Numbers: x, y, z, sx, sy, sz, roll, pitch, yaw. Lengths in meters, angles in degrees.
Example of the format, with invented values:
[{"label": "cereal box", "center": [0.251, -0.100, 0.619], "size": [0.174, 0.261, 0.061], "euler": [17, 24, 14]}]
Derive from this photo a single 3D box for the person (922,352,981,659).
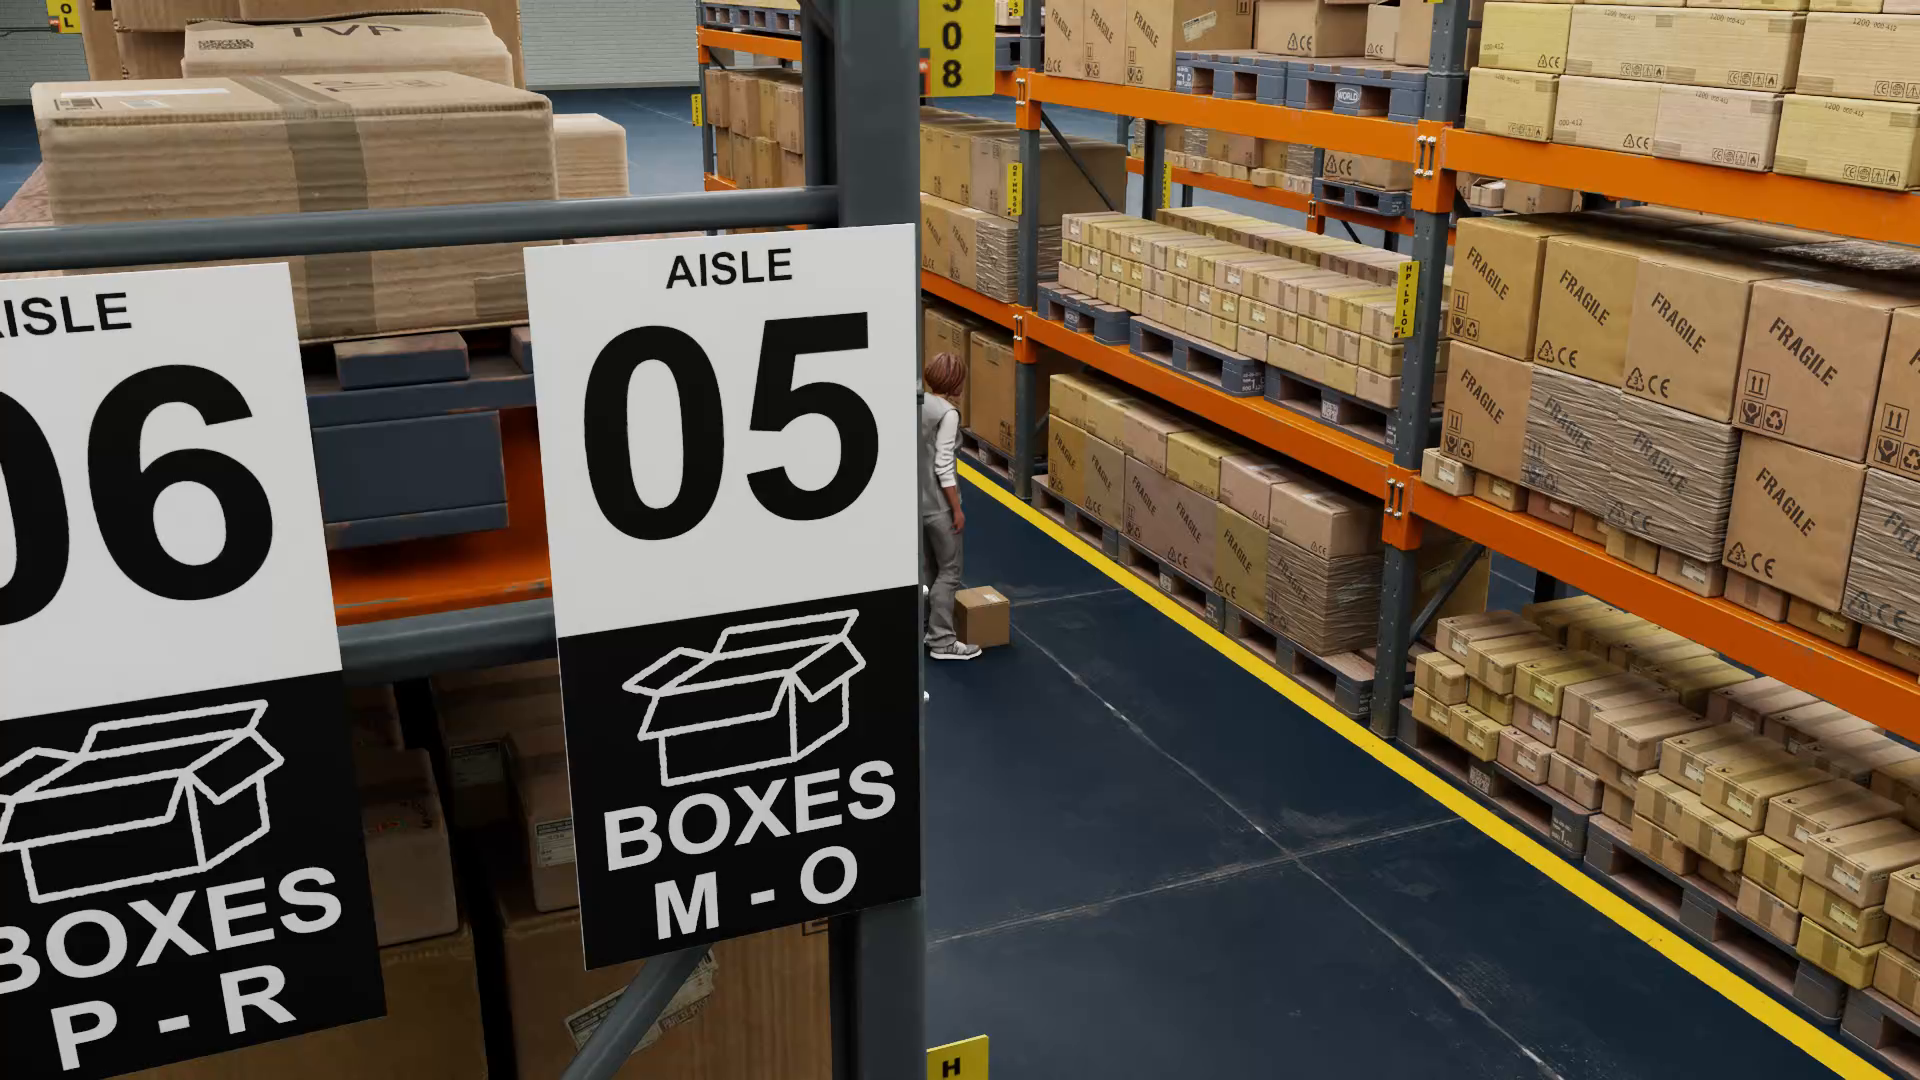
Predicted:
[{"label": "person", "center": [-0.119, -0.179, 8.599], "size": [0.345, 1.593, 0.461], "euler": [-9, 21, -23]}]
